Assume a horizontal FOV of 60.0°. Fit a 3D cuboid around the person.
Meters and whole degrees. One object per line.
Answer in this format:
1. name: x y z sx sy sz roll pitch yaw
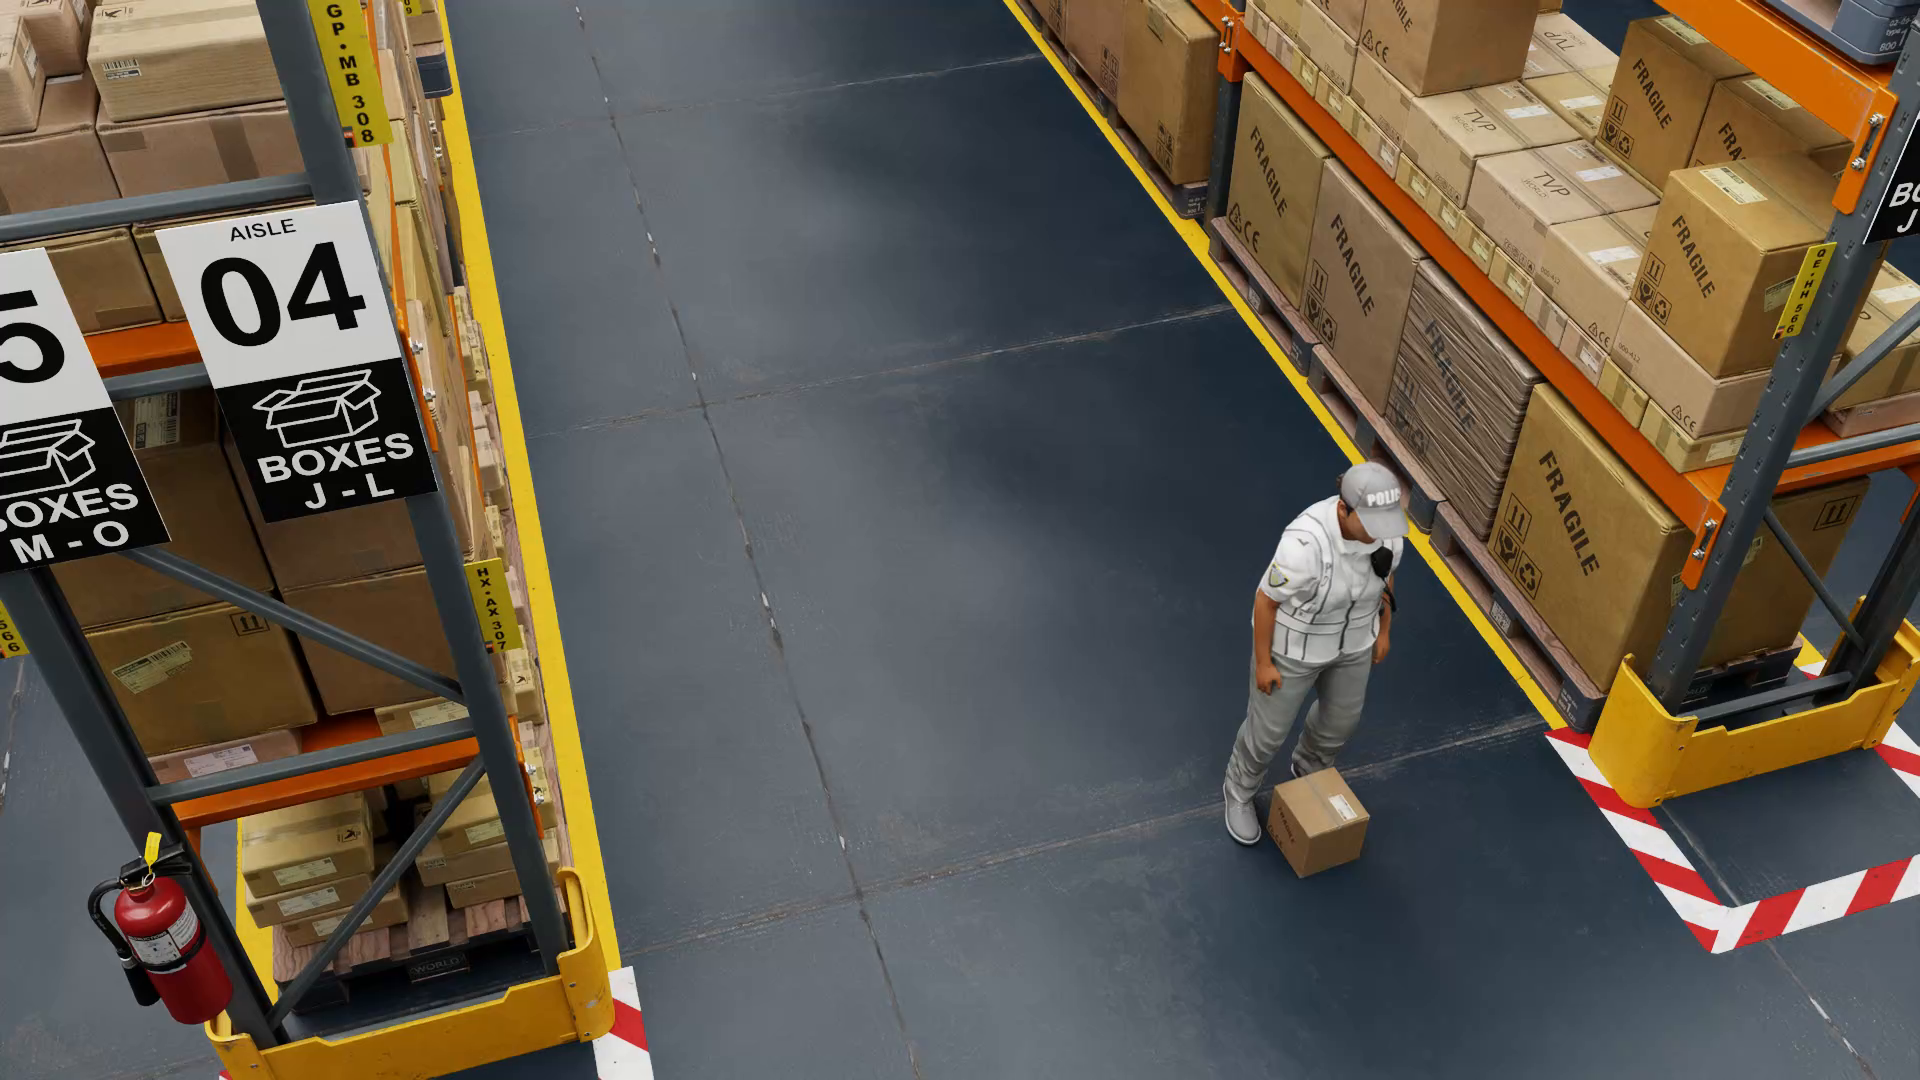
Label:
1. person: 1.239 0.370 5.751 0.560 1.667 0.465 -14 44 -14
